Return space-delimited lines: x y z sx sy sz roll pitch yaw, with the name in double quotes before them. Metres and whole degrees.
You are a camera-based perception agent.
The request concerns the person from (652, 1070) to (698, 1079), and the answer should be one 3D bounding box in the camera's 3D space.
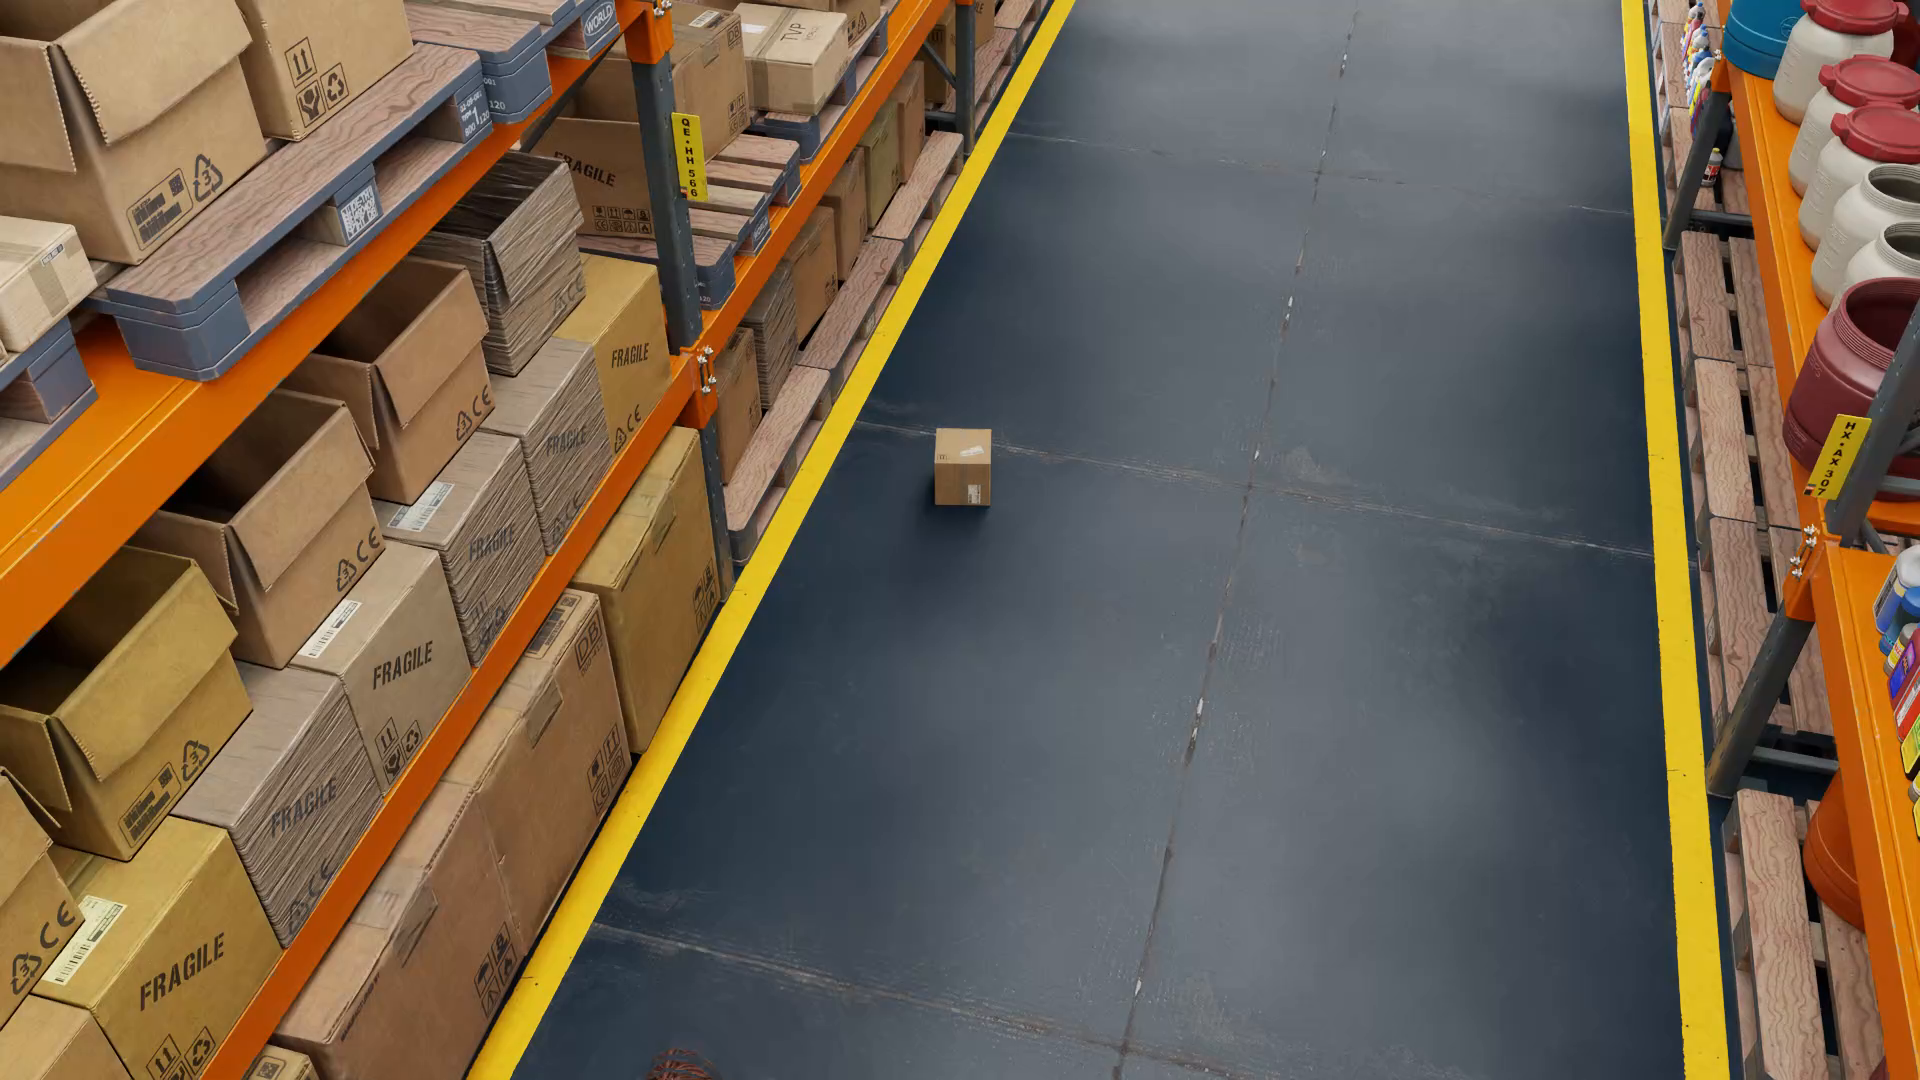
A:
"person" -0.659 1.807 4.120 0.419 1.543 0.951 11 43 12
